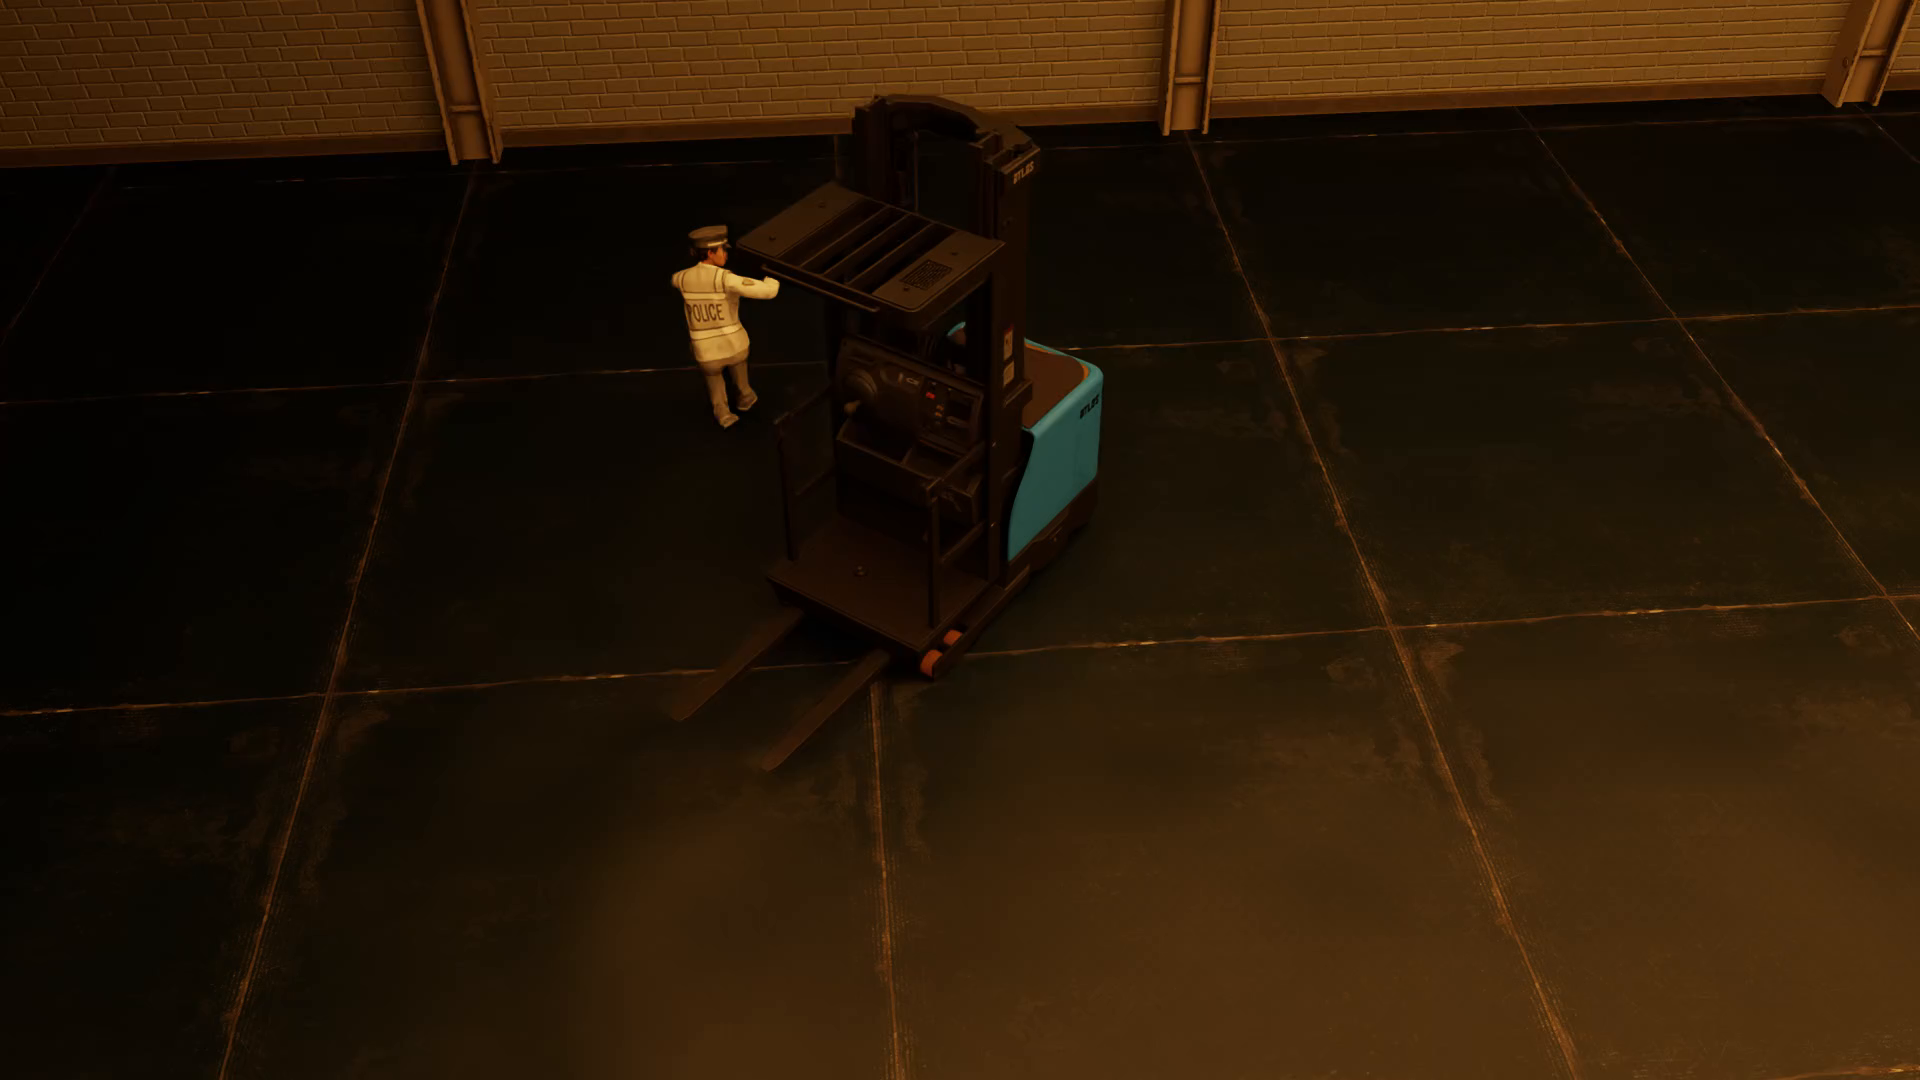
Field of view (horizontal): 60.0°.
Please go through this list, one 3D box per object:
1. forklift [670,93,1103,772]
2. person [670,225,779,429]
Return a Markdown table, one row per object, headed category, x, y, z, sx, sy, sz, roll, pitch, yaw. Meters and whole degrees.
| category | x | y | z | sx | sy | sz | roll | pitch | yaw |
| --- | --- | --- | --- | --- | --- | --- | --- | --- | --- |
| forklift | -0.397 | -0.696 | 8.752 | 1.130 | 2.935 | 3.031 | 24 | 46 | 26 |
| person | -1.507 | -1.451 | 10.824 | 0.708 | 1.400 | 0.945 | -3 | 41 | -4 |
